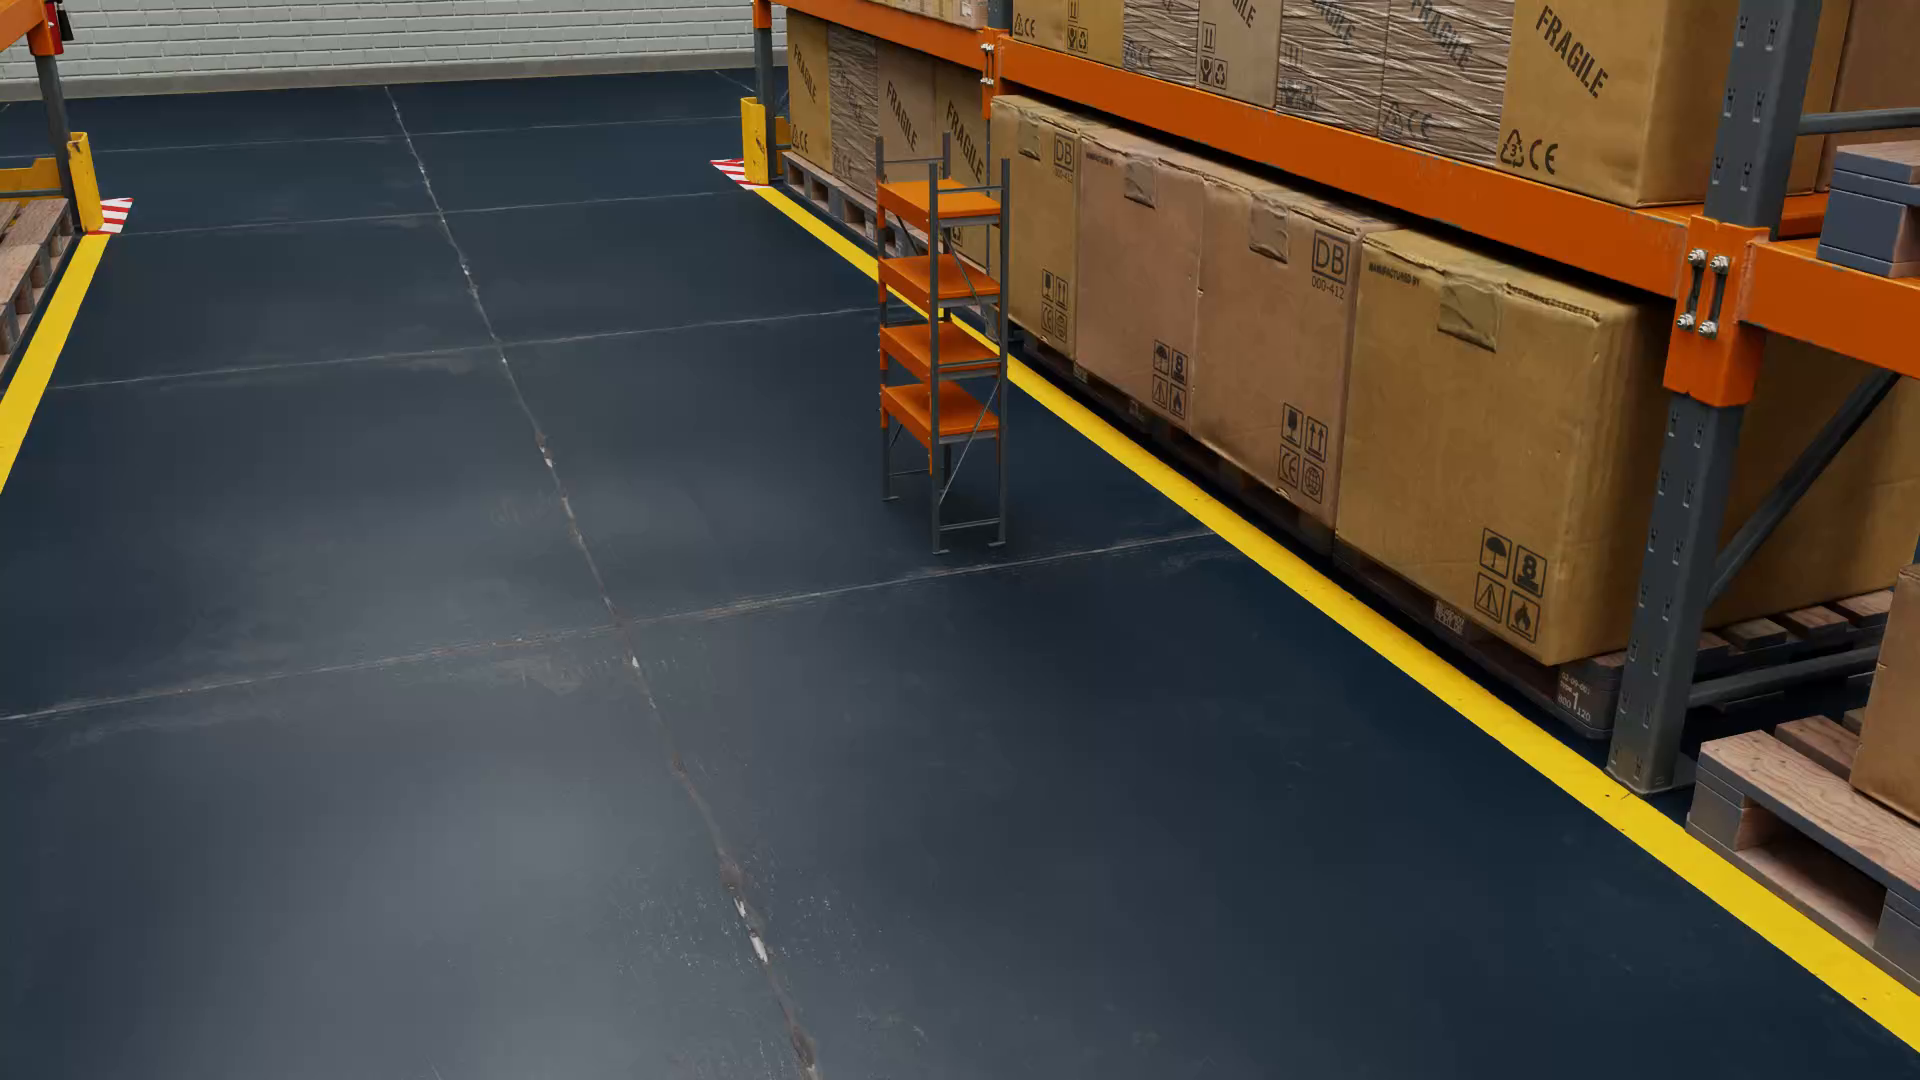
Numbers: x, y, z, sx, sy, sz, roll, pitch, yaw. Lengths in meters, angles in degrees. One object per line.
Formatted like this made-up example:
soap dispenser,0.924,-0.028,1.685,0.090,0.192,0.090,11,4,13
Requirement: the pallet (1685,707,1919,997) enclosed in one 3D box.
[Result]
pallet,2.289,0.694,3.332,1.003,0.211,1.213,-8,24,-19

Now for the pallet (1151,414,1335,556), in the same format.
pallet,1.379,-0.330,5.760,1.003,0.211,1.213,-8,24,-19

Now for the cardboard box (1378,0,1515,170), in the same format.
cardboard box,1.437,-1.249,4.222,0.500,0.500,0.500,-9,24,-19

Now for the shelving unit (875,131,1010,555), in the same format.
shelving unit,-0.058,-0.613,5.160,0.258,1.200,0.503,-8,24,-19

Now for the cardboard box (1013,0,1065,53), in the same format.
cardboard box,0.530,-2.173,6.416,0.500,0.500,0.500,-8,24,-19

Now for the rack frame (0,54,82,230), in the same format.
rack frame,-5.446,-3.102,8.749,1.000,3.000,0.127,-8,24,-19

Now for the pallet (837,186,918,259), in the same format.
pallet,-0.029,-1.775,9.189,1.003,0.211,1.213,-8,24,-19

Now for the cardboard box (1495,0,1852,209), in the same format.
cardboard box,1.608,-1.067,3.790,0.500,0.500,0.500,-8,24,-17

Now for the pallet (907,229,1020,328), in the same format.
pallet,0.406,-1.331,8.135,1.003,0.211,1.213,-8,24,-19

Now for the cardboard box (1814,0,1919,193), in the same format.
cardboard box,2.097,-1.135,3.953,0.500,0.500,0.500,-8,24,-17

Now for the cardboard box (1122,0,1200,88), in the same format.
cardboard box,0.885,-1.809,5.551,0.500,0.500,0.500,-9,24,-20

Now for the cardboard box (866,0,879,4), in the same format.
cardboard box,-0.267,-2.746,8.226,0.380,0.149,0.250,-9,24,-20

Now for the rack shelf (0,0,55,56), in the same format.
rack shelf,-4.739,-2.044,7.164,1.077,0.370,4.000,-8,24,-19

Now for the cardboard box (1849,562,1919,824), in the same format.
cardboard box,2.270,0.315,3.294,0.700,0.500,0.500,-10,25,-22

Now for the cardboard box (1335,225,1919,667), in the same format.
cardboard box,1.790,-0.343,4.397,1.225,0.875,0.875,-10,25,-21

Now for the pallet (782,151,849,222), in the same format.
pallet,-0.456,-2.217,10.239,1.003,0.211,1.213,-8,24,-19

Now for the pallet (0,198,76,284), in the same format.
pallet,-5.191,-1.513,8.567,1.003,0.211,1.213,-8,24,-19

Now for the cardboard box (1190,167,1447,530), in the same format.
cardboard box,1.482,-0.668,5.168,1.225,0.875,0.875,-8,24,-19

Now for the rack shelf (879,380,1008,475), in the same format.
rack shelf,-0.058,-0.368,5.263,0.258,0.148,0.480,-8,24,-19

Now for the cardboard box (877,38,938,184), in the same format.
cardboard box,0.125,-2.121,8.615,0.875,0.875,0.875,-8,24,-19

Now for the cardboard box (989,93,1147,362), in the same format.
cardboard box,0.846,-1.313,6.699,1.225,0.875,0.875,-8,24,-19

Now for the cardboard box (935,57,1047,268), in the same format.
cardboard box,0.443,-1.794,7.839,0.875,0.875,0.875,-8,24,-19

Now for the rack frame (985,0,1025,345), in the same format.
rack frame,0.601,-2.329,6.913,1.000,3.000,0.127,-8,24,-19

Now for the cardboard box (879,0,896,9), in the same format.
cardboard box,-0.177,-2.653,8.005,0.380,0.149,0.250,-8,24,-18

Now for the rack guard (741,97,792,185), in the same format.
rack guard,-0.820,-2.639,10.867,1.175,0.500,0.348,-8,24,-19

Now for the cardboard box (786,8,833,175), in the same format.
cardboard box,-0.511,-2.775,10.167,0.875,0.875,0.875,-8,24,-19

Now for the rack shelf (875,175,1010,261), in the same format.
rack shelf,-0.058,-0.975,5.007,0.258,0.148,0.480,-8,24,-19

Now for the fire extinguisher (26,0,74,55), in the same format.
fire extinguisher,-5.074,-3.012,9.114,0.296,0.674,0.183,-8,24,-19

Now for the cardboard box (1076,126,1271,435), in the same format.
cardboard box,1.162,-0.989,5.929,1.225,0.875,0.875,-9,25,-21

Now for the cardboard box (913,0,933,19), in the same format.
cardboard box,0.005,-2.466,7.561,0.380,0.149,0.250,-9,24,-20

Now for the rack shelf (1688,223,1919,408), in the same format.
rack shelf,2.721,0.183,1.880,1.077,0.370,4.000,-8,24,-19

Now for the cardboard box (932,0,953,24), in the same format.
cardboard box,0.096,-2.372,7.340,0.380,0.149,0.250,-8,24,-18

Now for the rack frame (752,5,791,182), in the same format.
rack frame,-0.812,-3.782,10.361,1.000,3.000,0.127,-8,24,-19

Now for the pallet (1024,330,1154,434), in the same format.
pallet,0.944,-0.774,6.814,1.003,0.211,1.213,-8,24,-19

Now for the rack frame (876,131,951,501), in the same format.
rack frame,-0.145,-0.702,5.370,0.240,1.200,0.015,-8,24,-19

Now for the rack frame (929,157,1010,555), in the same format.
rack frame,0.028,-0.524,4.949,0.240,1.200,0.015,-8,24,-19

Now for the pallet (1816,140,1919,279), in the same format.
pallet,2.366,-0.543,2.922,1.213,0.211,1.003,-8,24,-19

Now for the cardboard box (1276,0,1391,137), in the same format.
cardboard box,1.251,-1.437,4.668,0.500,0.500,0.500,-9,25,-21

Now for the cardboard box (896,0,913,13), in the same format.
cardboard box,-0.086,-2.559,7.783,0.380,0.149,0.250,-8,24,-18

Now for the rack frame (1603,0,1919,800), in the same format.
rack frame,2.014,-0.875,3.465,1.000,3.000,0.127,-8,24,-19

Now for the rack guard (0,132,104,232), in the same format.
rack guard,-5.466,-1.958,9.251,1.175,0.500,0.348,-8,24,-19

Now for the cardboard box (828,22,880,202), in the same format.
cardboard box,-0.190,-2.444,9.382,0.875,0.875,0.875,-8,24,-19

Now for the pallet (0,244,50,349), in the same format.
pallet,-4.763,-1.070,7.517,1.003,0.211,1.213,-8,24,-19

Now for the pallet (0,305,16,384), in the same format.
pallet,-4.329,-0.626,6.463,1.003,0.211,1.213,-8,24,-19

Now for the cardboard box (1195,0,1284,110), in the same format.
cardboard box,1.072,-1.622,5.107,0.500,0.500,0.500,-8,24,-18

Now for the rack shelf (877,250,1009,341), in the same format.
rack shelf,-0.058,-0.757,5.099,0.258,0.148,0.480,-8,24,-19

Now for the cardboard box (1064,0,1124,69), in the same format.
cardboard box,0.708,-1.991,5.982,0.500,0.500,0.500,-8,24,-19

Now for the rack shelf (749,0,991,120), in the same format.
rack shelf,-0.105,-2.724,8.777,1.077,0.370,4.000,-8,24,-19

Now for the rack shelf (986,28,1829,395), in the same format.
rack shelf,1.308,-1.270,5.328,1.077,0.370,4.000,-8,24,-19

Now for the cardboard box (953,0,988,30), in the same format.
cardboard box,0.187,-2.279,7.118,0.380,0.149,0.250,-8,24,-19

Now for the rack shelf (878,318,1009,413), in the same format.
rack shelf,-0.058,-0.551,5.186,0.258,0.148,0.480,-8,24,-19

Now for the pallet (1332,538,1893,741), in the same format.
pallet,1.806,0.113,4.710,1.003,0.211,1.213,-8,24,-19
